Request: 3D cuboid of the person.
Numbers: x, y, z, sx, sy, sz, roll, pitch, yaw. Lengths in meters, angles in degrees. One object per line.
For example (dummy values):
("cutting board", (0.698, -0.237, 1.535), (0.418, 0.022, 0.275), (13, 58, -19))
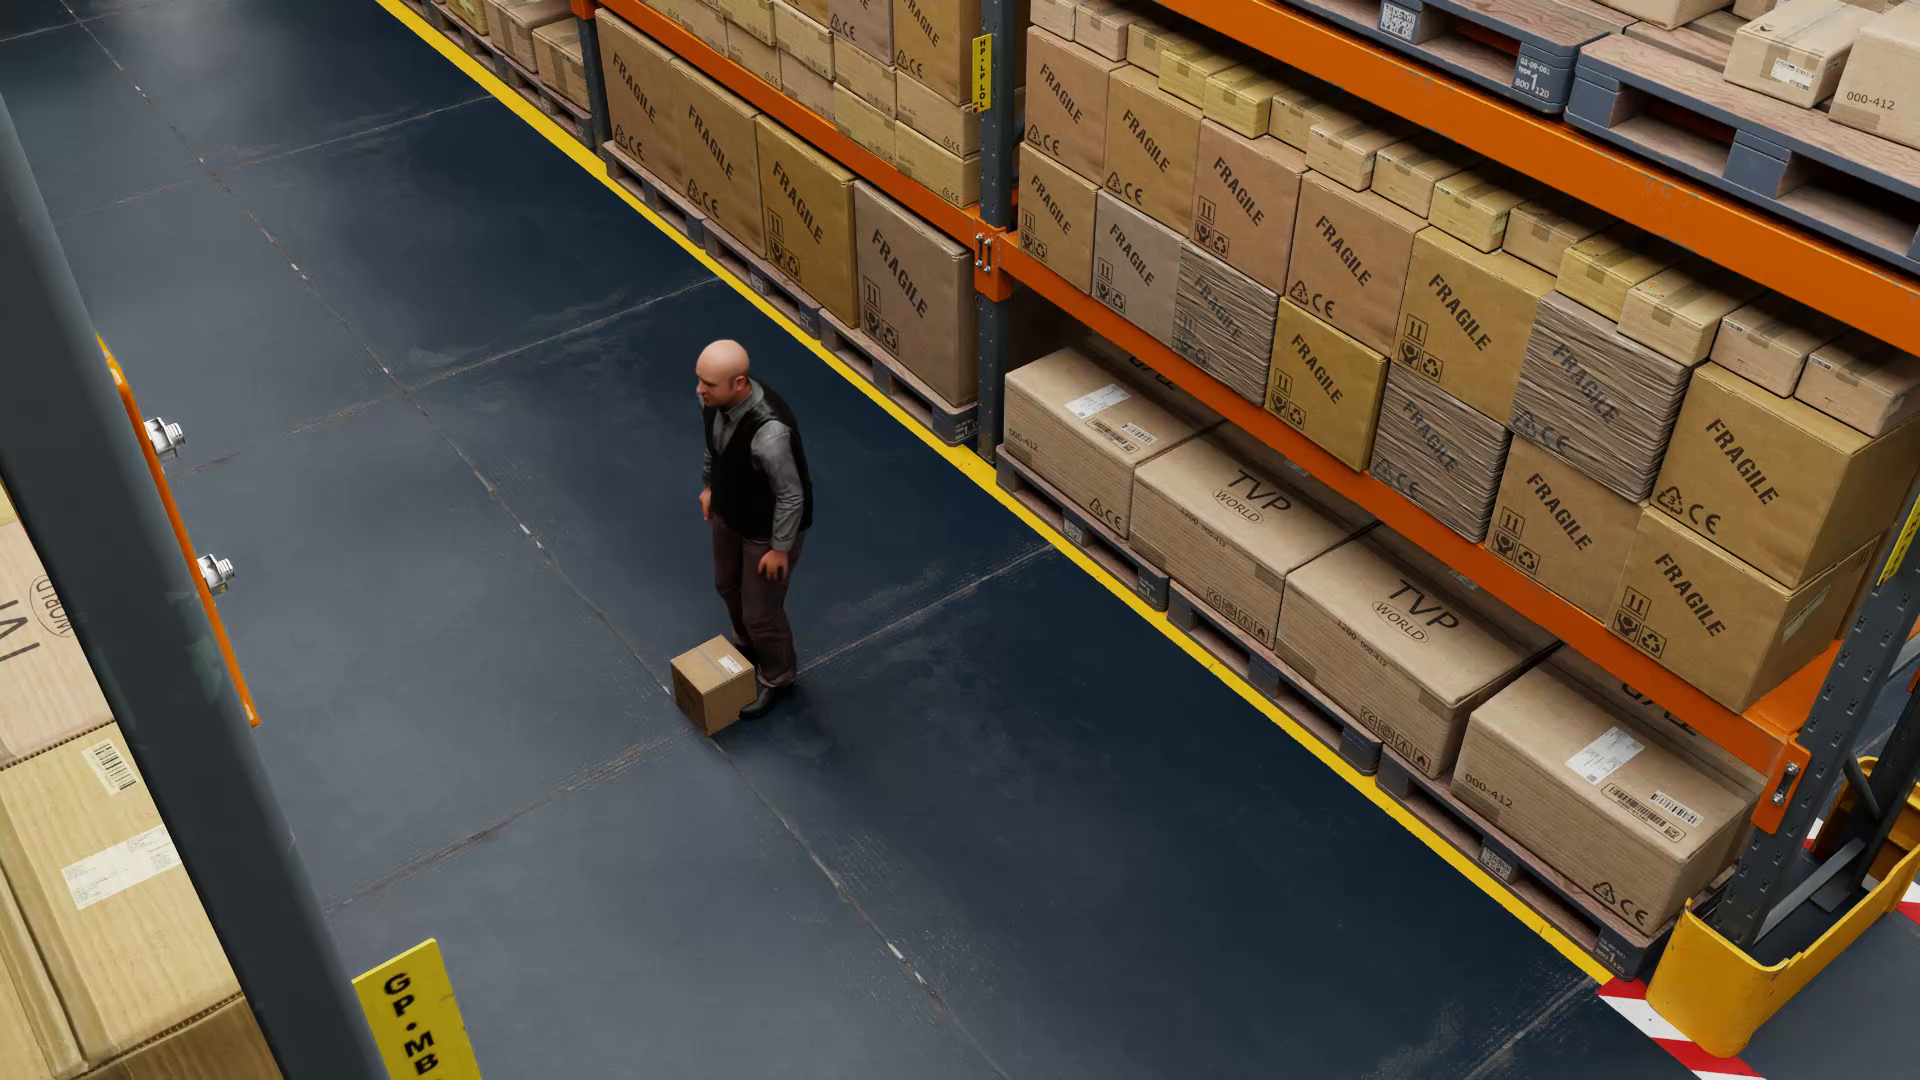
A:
("person", (-0.815, -0.071, 6.520), (0.460, 1.722, 0.580), (-26, 47, -28))
